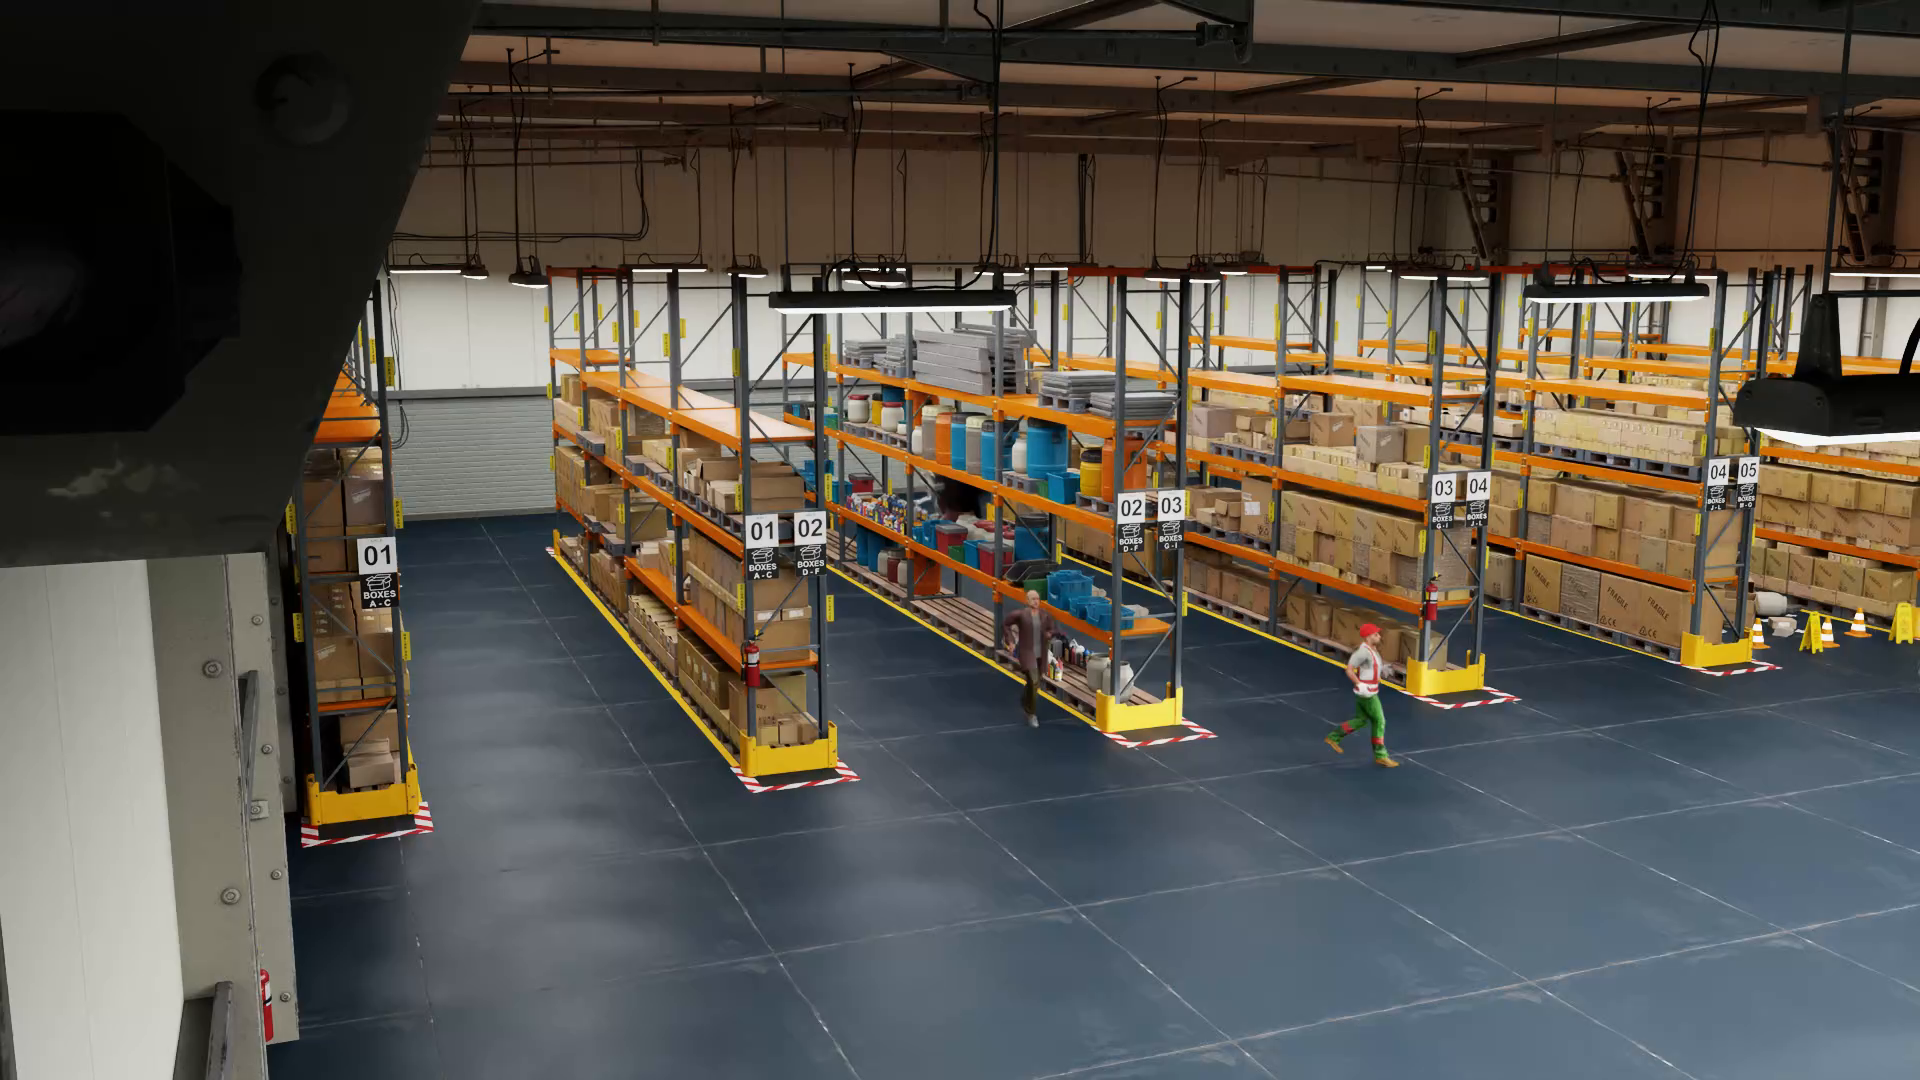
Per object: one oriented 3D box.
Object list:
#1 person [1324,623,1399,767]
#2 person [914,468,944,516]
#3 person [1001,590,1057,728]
[{"bbox_3d":[5.005,1.897,20.614,0.924,1.796,0.638,3,10,14],"label":"person"},{"bbox_3d":[-0.750,-1.316,39.667,0.868,1.588,0.566,-3,10,-18],"label":"person"},{"bbox_3d":[0.972,1.581,22.451,0.671,1.837,0.832,-5,11,-27],"label":"person"}]
